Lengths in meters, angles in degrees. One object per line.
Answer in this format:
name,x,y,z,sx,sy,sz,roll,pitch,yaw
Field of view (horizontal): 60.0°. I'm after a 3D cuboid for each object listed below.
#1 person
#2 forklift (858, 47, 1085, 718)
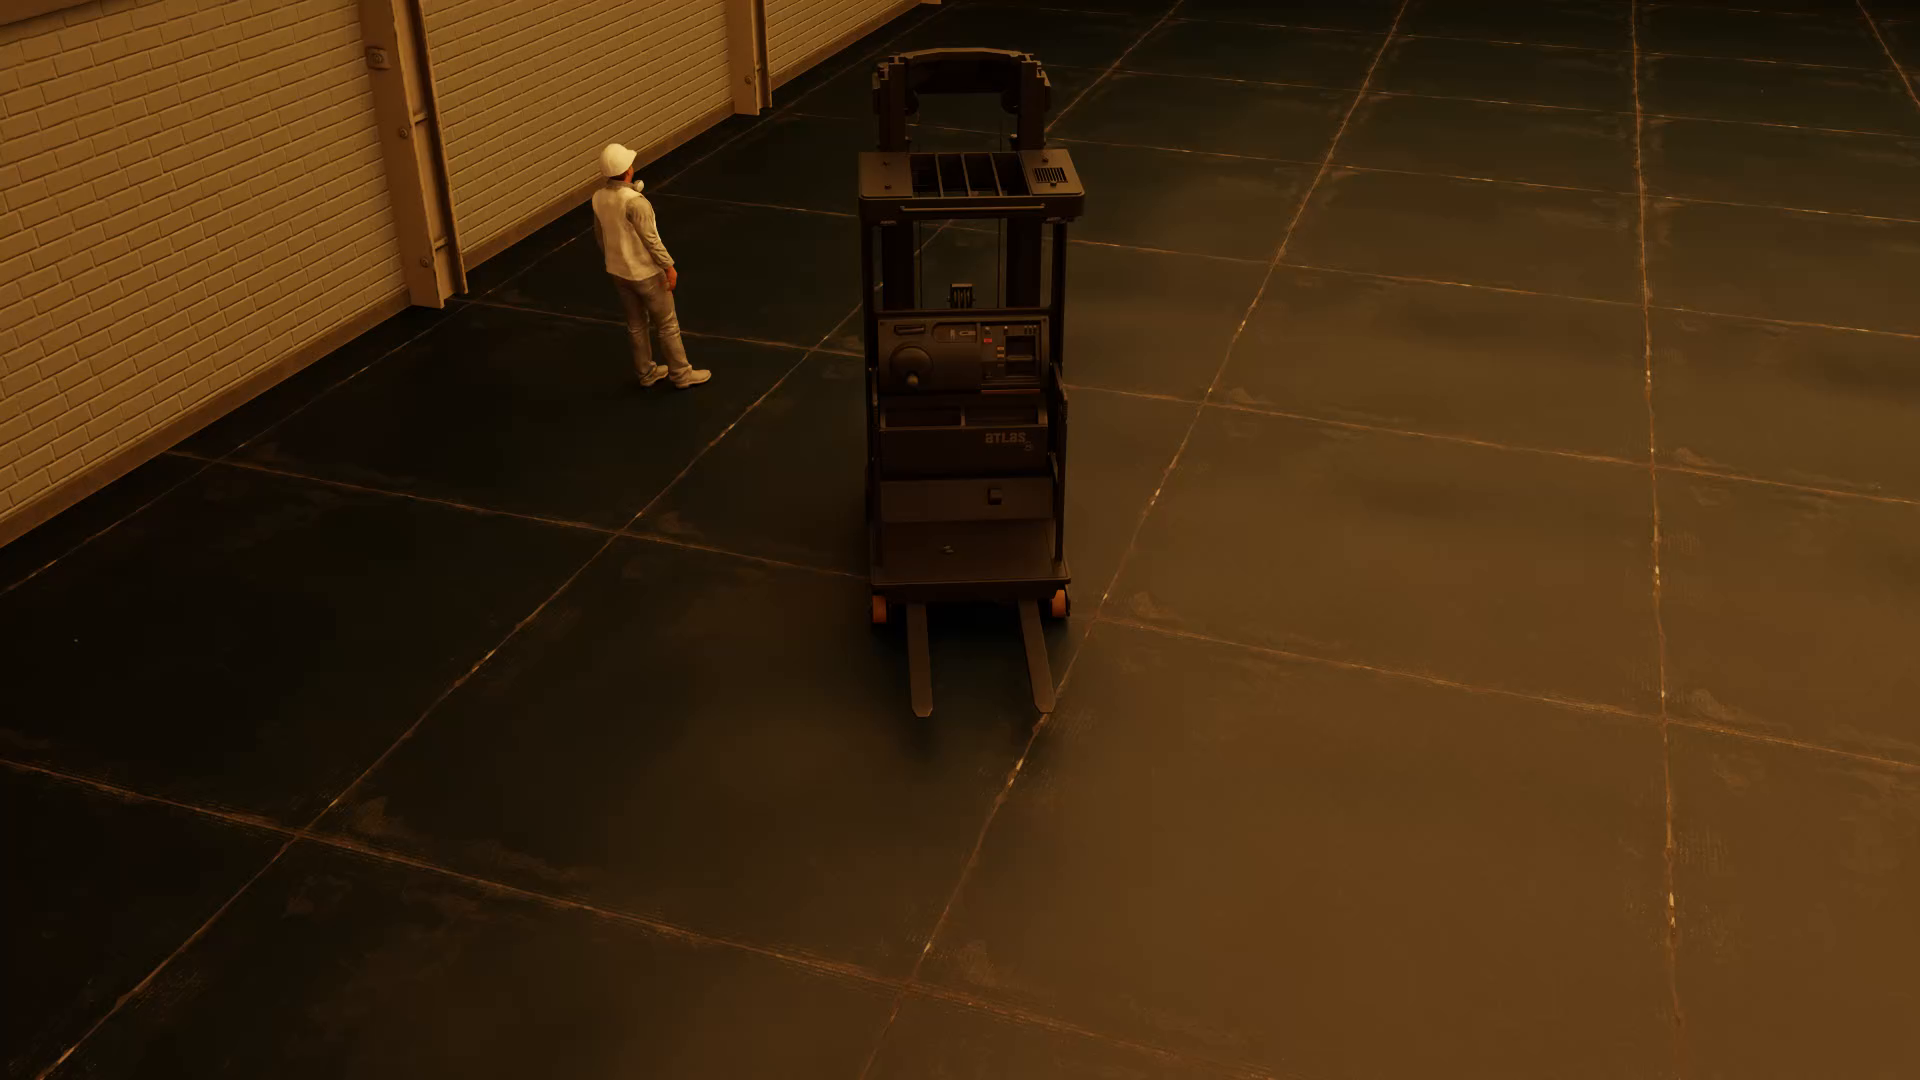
person,-2.208,-1.927,11.670,0.633,1.776,0.566,20,35,30
forklift,0.035,-0.972,8.842,1.130,2.935,3.031,-2,30,-3
